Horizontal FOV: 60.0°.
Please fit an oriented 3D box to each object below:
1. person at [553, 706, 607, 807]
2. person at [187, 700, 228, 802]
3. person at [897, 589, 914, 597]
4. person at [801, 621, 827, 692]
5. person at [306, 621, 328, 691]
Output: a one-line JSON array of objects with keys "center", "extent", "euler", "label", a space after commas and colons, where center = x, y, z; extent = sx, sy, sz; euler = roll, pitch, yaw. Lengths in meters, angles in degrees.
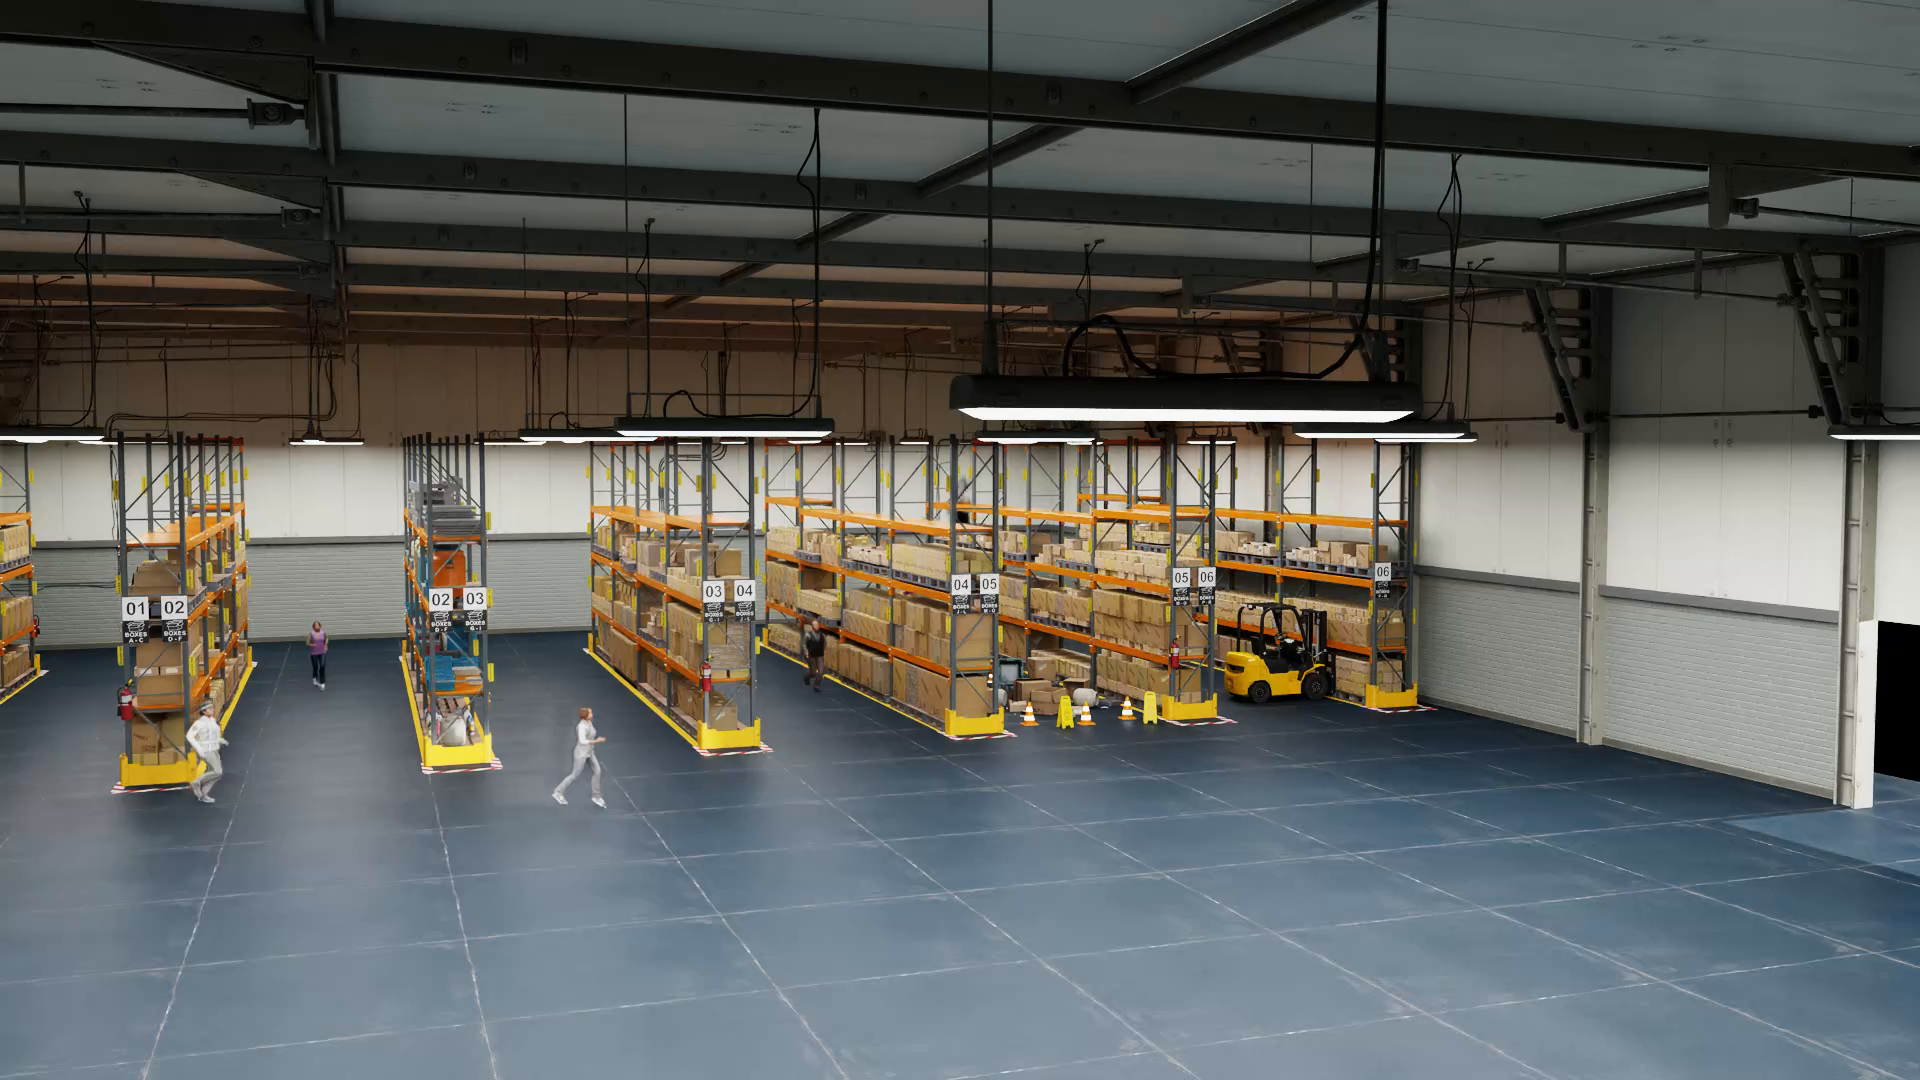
[{"center": [-6.038, 3.454, 26.474], "extent": [0.851, 1.628, 0.548], "euler": [0, 3, 7], "label": "person"}, {"center": [-12.100, 3.410, 26.847], "extent": [0.542, 1.661, 0.609], "euler": [0, 3, 5], "label": "person"}, {"center": [-1.723, 2.016, 51.139], "extent": [0.923, 1.763, 0.701], "euler": [-1, 3, -17], "label": "person"}, {"center": [-3.428, 2.728, 39.079], "extent": [0.647, 1.675, 0.637], "euler": [-2, 4, -26], "label": "person"}, {"center": [-15.257, 2.723, 39.489], "extent": [0.534, 1.615, 0.863], "euler": [-2, 4, -29], "label": "person"}]
